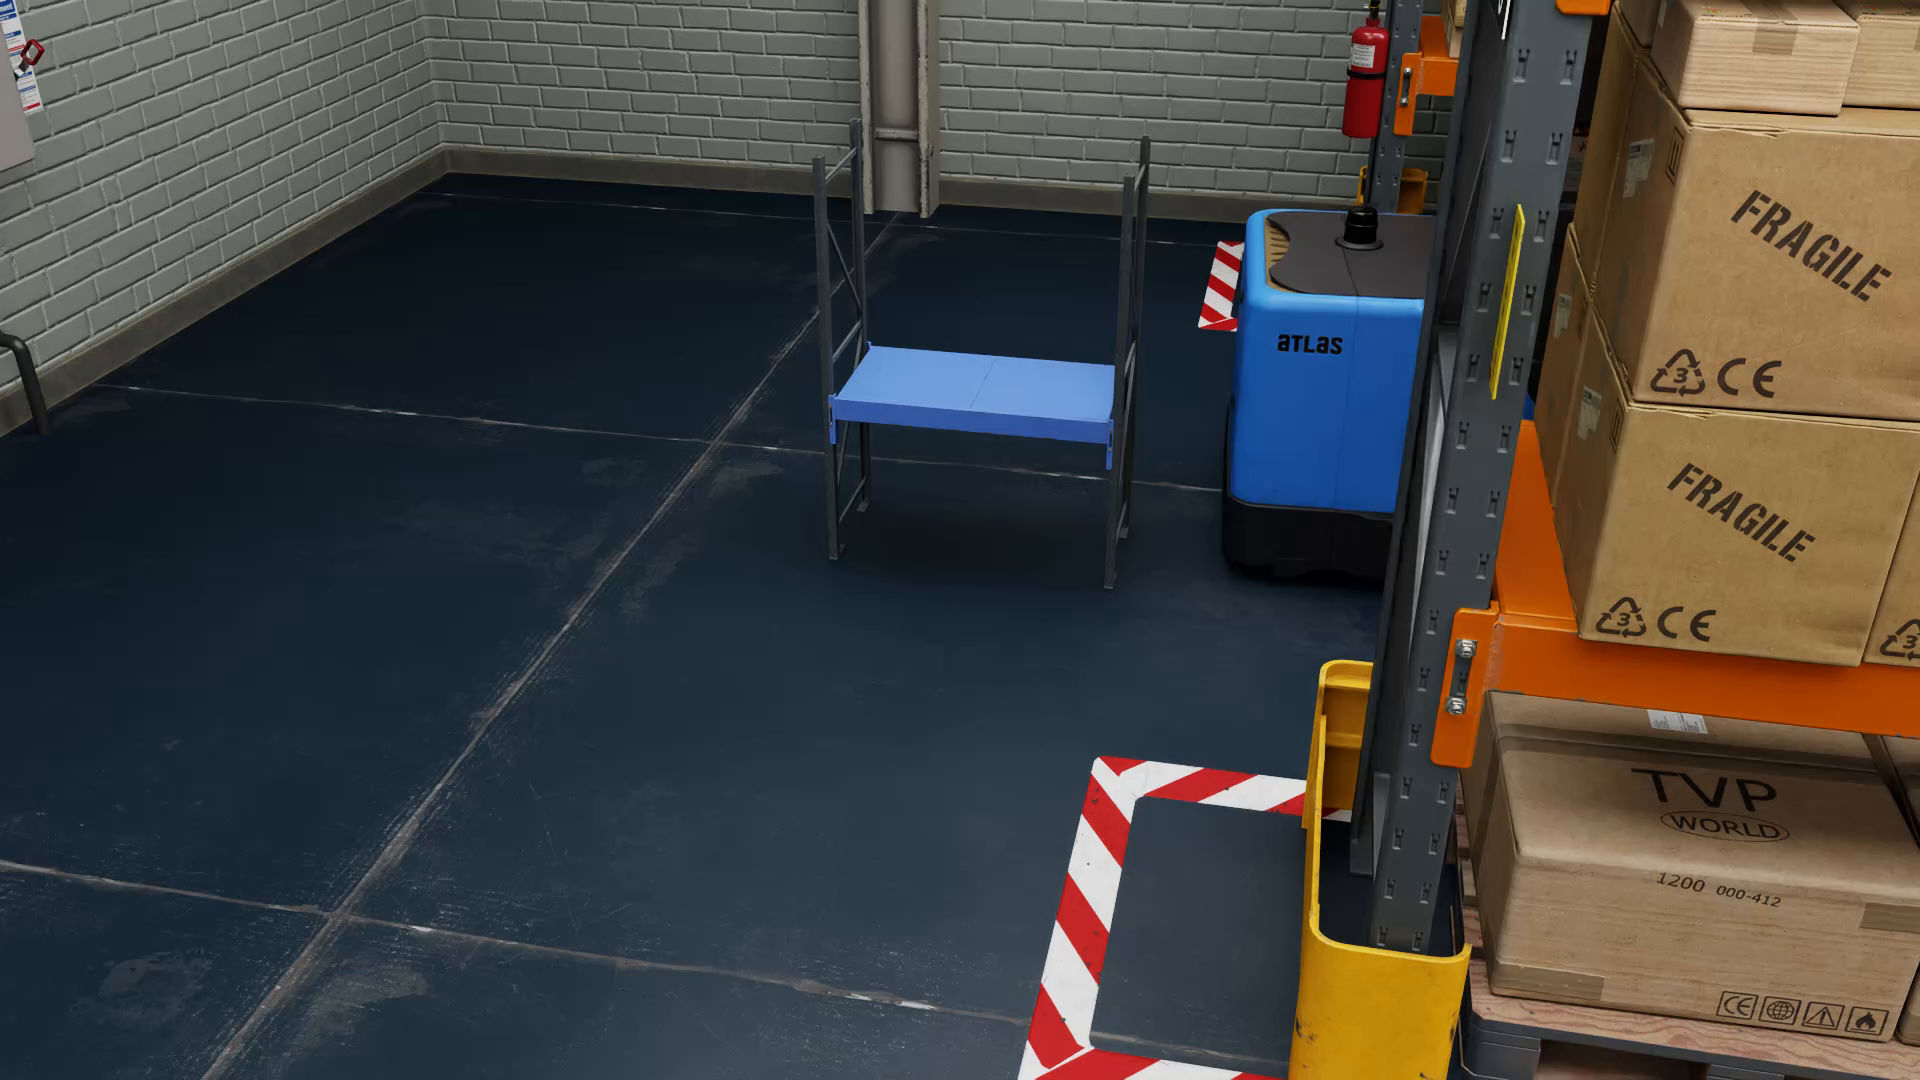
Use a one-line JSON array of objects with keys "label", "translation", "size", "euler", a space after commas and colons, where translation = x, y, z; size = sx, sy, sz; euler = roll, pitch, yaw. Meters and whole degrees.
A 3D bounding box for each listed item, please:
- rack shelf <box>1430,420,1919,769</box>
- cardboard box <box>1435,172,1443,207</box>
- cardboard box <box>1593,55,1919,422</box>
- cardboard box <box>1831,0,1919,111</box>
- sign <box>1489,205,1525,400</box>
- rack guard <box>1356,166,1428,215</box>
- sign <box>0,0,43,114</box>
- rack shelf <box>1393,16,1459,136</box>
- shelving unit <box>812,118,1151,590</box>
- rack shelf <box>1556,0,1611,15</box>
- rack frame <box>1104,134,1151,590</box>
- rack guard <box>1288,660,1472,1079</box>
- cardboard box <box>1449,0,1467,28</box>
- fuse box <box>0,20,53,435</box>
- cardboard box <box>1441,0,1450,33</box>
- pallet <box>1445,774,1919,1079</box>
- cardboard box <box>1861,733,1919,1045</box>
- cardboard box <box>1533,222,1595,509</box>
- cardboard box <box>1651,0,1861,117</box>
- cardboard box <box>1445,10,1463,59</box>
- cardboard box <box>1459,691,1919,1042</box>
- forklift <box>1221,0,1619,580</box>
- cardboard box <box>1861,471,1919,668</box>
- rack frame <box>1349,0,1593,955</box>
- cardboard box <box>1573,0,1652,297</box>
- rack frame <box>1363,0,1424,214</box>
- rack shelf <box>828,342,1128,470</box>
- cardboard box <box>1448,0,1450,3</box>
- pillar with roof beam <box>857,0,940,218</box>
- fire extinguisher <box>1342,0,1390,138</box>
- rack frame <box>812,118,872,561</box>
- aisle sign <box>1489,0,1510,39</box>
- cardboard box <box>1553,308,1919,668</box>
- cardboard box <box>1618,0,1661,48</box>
[{"label": "rack shelf", "translation": [3.028, 0.259, 3.402], "size": [4.000, 0.370, 1.077], "euler": [6, 29, 11]}, {"label": "cardboard box", "translation": [2.683, -1.572, 8.160], "size": [0.637, 0.503, 0.797], "euler": [5, 29, 9]}, {"label": "cardboard box", "translation": [1.482, -0.558, 3.000], "size": [0.500, 0.500, 0.500], "euler": [5, 29, 9]}, {"label": "cardboard box", "translation": [1.633, -0.866, 2.887], "size": [0.250, 0.149, 0.380], "euler": [7, 29, 12]}, {"label": "sign", "translation": [0.950, -0.411, 2.894], "size": [0.005, 0.325, 0.100], "euler": [6, 29, 11]}, {"label": "rack guard", "translation": [2.179, -1.484, 8.441], "size": [0.348, 0.500, 1.175], "euler": [6, 29, 11]}, {"label": "sign", "translation": [-3.965, -1.994, 6.868], "size": [0.001, 0.494, 0.329], "euler": [6, 29, 11]}, {"label": "rack shelf", "translation": [4.061, -2.072, 7.661], "size": [4.000, 0.370, 1.077], "euler": [6, 29, 11]}, {"label": "shelving unit", "translation": [0.083, -0.649, 5.874], "size": [1.048, 1.500, 0.538], "euler": [6, 29, 11]}, {"label": "rack shelf", "translation": [3.028, -1.057, 2.682], "size": [4.000, 0.370, 1.077], "euler": [6, 29, 11]}, {"label": "rack frame", "translation": [0.581, -0.598, 5.781], "size": [0.032, 1.500, 0.500], "euler": [6, 29, 11]}, {"label": "rack guard", "translation": [1.049, 0.837, 4.201], "size": [0.348, 0.500, 1.175], "euler": [6, 29, 11]}, {"label": "cardboard box", "translation": [2.493, -2.481, 7.505], "size": [0.500, 0.250, 0.500], "euler": [6, 29, 11]}, {"label": "fuse box", "translation": [-3.866, -1.218, 6.693], "size": [0.414, 1.711, 0.539], "euler": [6, 29, 11]}, {"label": "cardboard box", "translation": [2.485, -2.571, 8.084], "size": [0.250, 0.149, 0.380], "euler": [6, 29, 10]}, {"label": "pallet", "translation": [1.871, 1.010, 4.186], "size": [1.213, 0.211, 1.003], "euler": [6, 29, 11]}, {"label": "cardboard box", "translation": [2.635, 0.790, 3.915], "size": [0.875, 0.438, 0.875], "euler": [7, 29, 12]}, {"label": "cardboard box", "translation": [1.599, -0.377, 3.711], "size": [0.500, 0.500, 0.500], "euler": [6, 29, 11]}, {"label": "cardboard box", "translation": [1.362, -0.858, 2.874], "size": [0.250, 0.149, 0.380], "euler": [6, 29, 12]}, {"label": "cardboard box", "translation": [2.369, -2.316, 7.619], "size": [0.250, 0.149, 0.380], "euler": [6, 29, 10]}, {"label": "cardboard box", "translation": [1.739, 0.702, 4.075], "size": [0.875, 0.438, 0.875], "euler": [5, 29, 9]}, {"label": "forklift", "translation": [2.510, -1.281, 5.538], "size": [3.031, 2.935, 1.130], "euler": [4, 29, 7]}, {"label": "cardboard box", "translation": [1.982, -0.080, 3.169], "size": [0.500, 0.500, 0.500], "euler": [5, 29, 10]}, {"label": "rack frame", "translation": [1.072, -0.257, 3.596], "size": [0.127, 3.000, 1.000], "euler": [6, 29, 11]}, {"label": "cardboard box", "translation": [1.593, -0.803, 3.448], "size": [0.500, 0.500, 0.500], "euler": [7, 29, 12]}, {"label": "rack frame", "translation": [2.105, -2.588, 7.854], "size": [0.127, 3.000, 1.000], "euler": [6, 29, 11]}, {"label": "rack shelf", "translation": [0.083, -0.492, 5.961], "size": [1.000, 0.185, 0.538], "euler": [6, 29, 11]}, {"label": "cardboard box", "translation": [2.610, -2.732, 7.962], "size": [0.500, 0.250, 0.500], "euler": [7, 29, 12]}, {"label": "pillar with roof beam", "translation": [-1.242, -3.892, 3.988], "size": [0.400, 9.000, 9.100], "euler": [6, 29, 11]}, {"label": "fire extinguisher", "translation": [1.865, -2.189, 7.593], "size": [0.183, 0.674, 0.296], "euler": [6, 29, 11]}, {"label": "rack frame", "translation": [-0.414, -0.700, 5.967], "size": [0.032, 1.500, 0.500], "euler": [6, 29, 11]}, {"label": "aisle sign", "translation": [0.941, -1.268, 2.736], "size": [0.004, 0.787, 0.394], "euler": [6, 29, 11]}, {"label": "cardboard box", "translation": [1.482, -0.118, 3.238], "size": [0.500, 0.500, 0.500], "euler": [6, 29, 10]}, {"label": "cardboard box", "translation": [1.465, -1.082, 3.282], "size": [0.250, 0.149, 0.380], "euler": [6, 29, 11]}]
